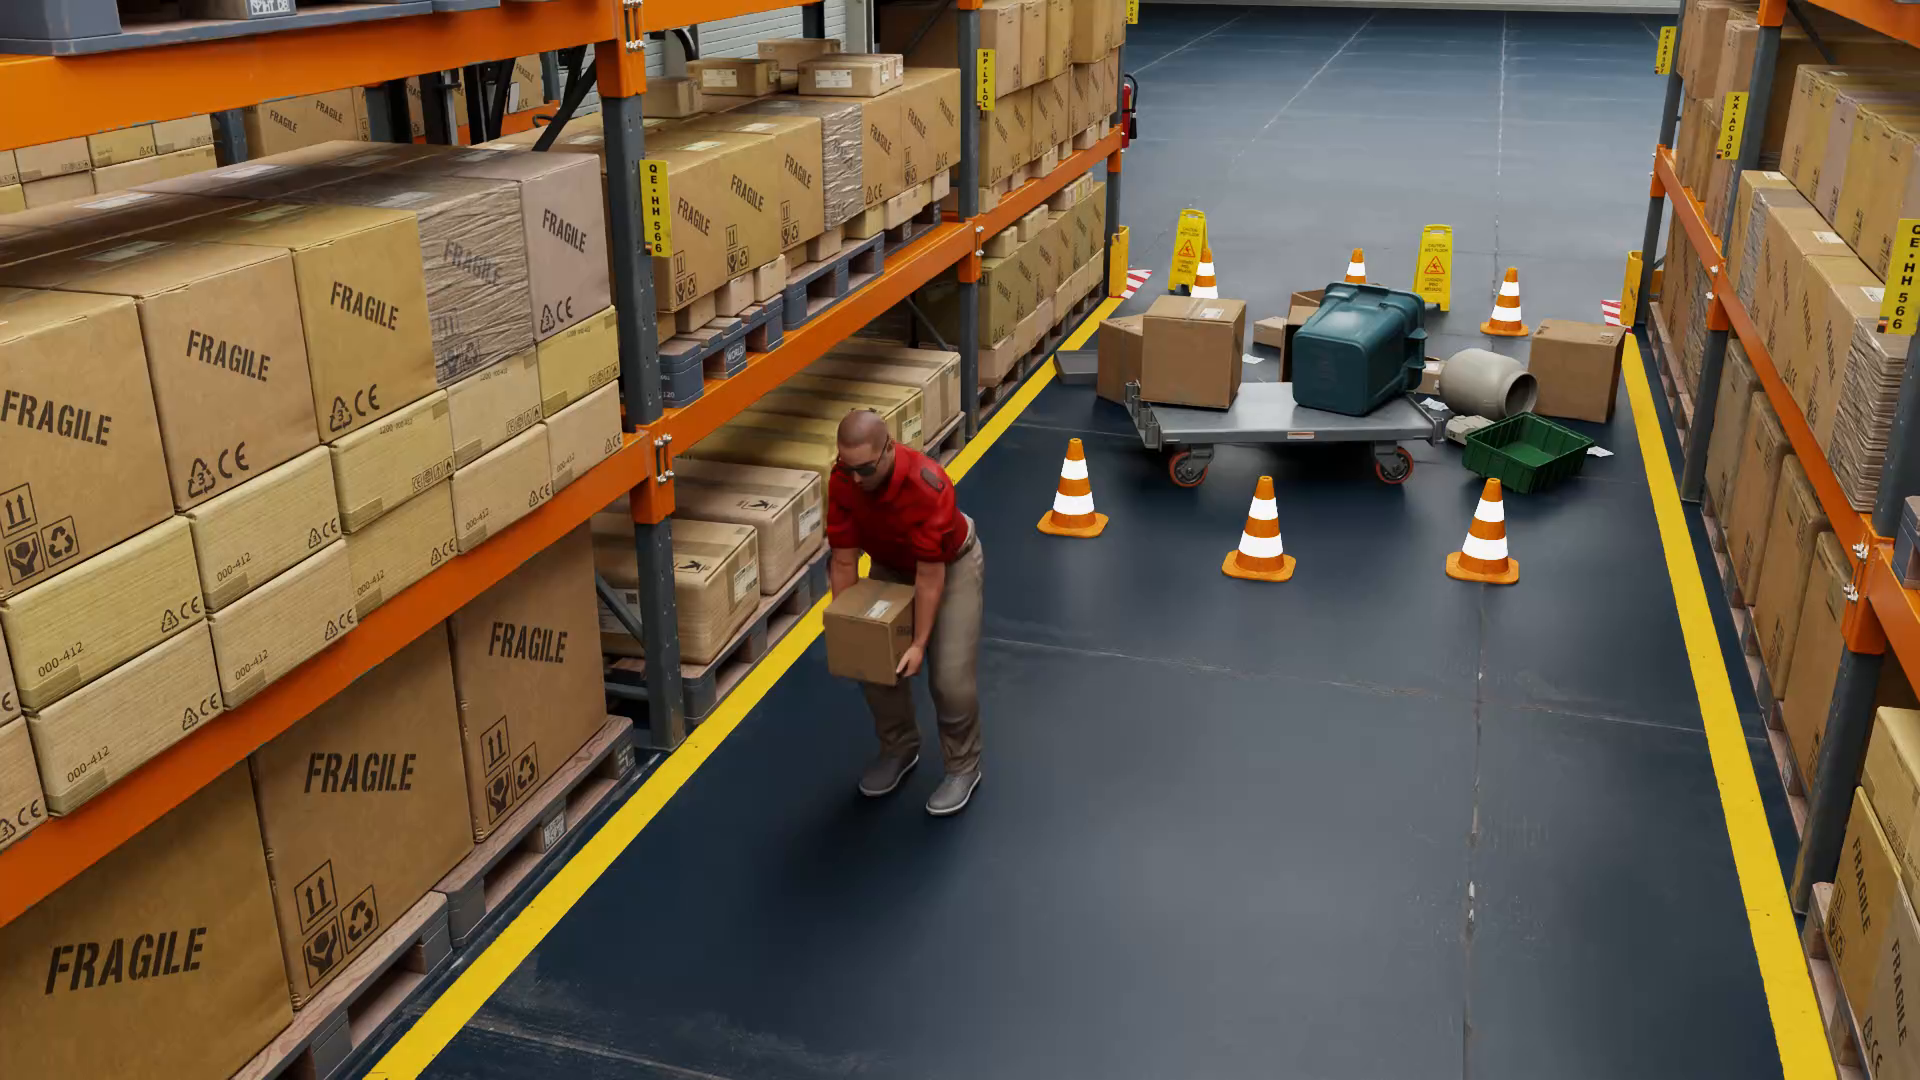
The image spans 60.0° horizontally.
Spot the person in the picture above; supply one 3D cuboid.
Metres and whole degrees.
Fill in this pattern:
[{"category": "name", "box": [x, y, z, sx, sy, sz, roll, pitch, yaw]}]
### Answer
[{"category": "person", "box": [-0.172, 0.157, 5.749, 0.482, 1.714, 0.524, 11, 24, 26]}]
